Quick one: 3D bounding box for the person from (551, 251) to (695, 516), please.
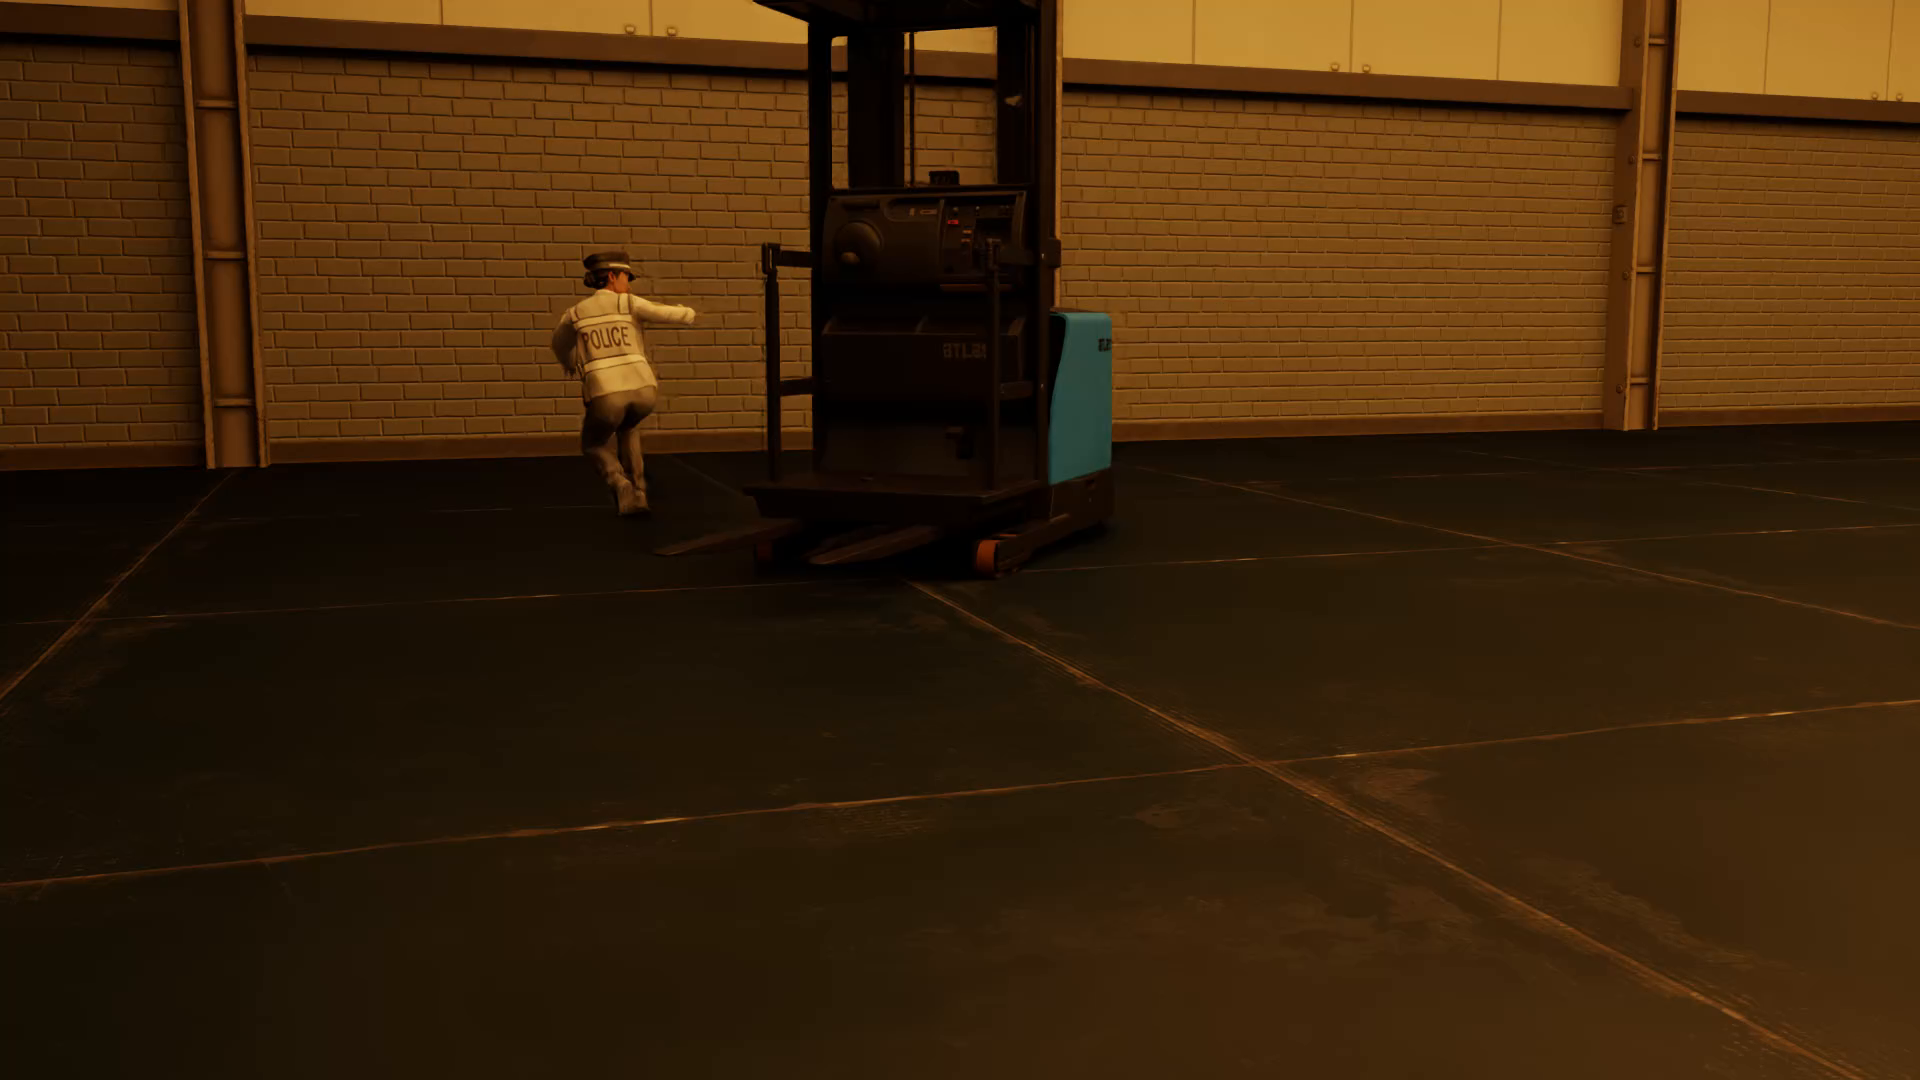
[{"bbox_3d":[-1.798,-0.825,8.852,0.708,1.400,0.945,-3,8,-18],"label":"person"}]

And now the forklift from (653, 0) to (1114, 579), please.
[{"bbox_3d":[-0.235,-1.356,7.015,1.130,2.935,3.031,3,8,21],"label":"forklift"}]
